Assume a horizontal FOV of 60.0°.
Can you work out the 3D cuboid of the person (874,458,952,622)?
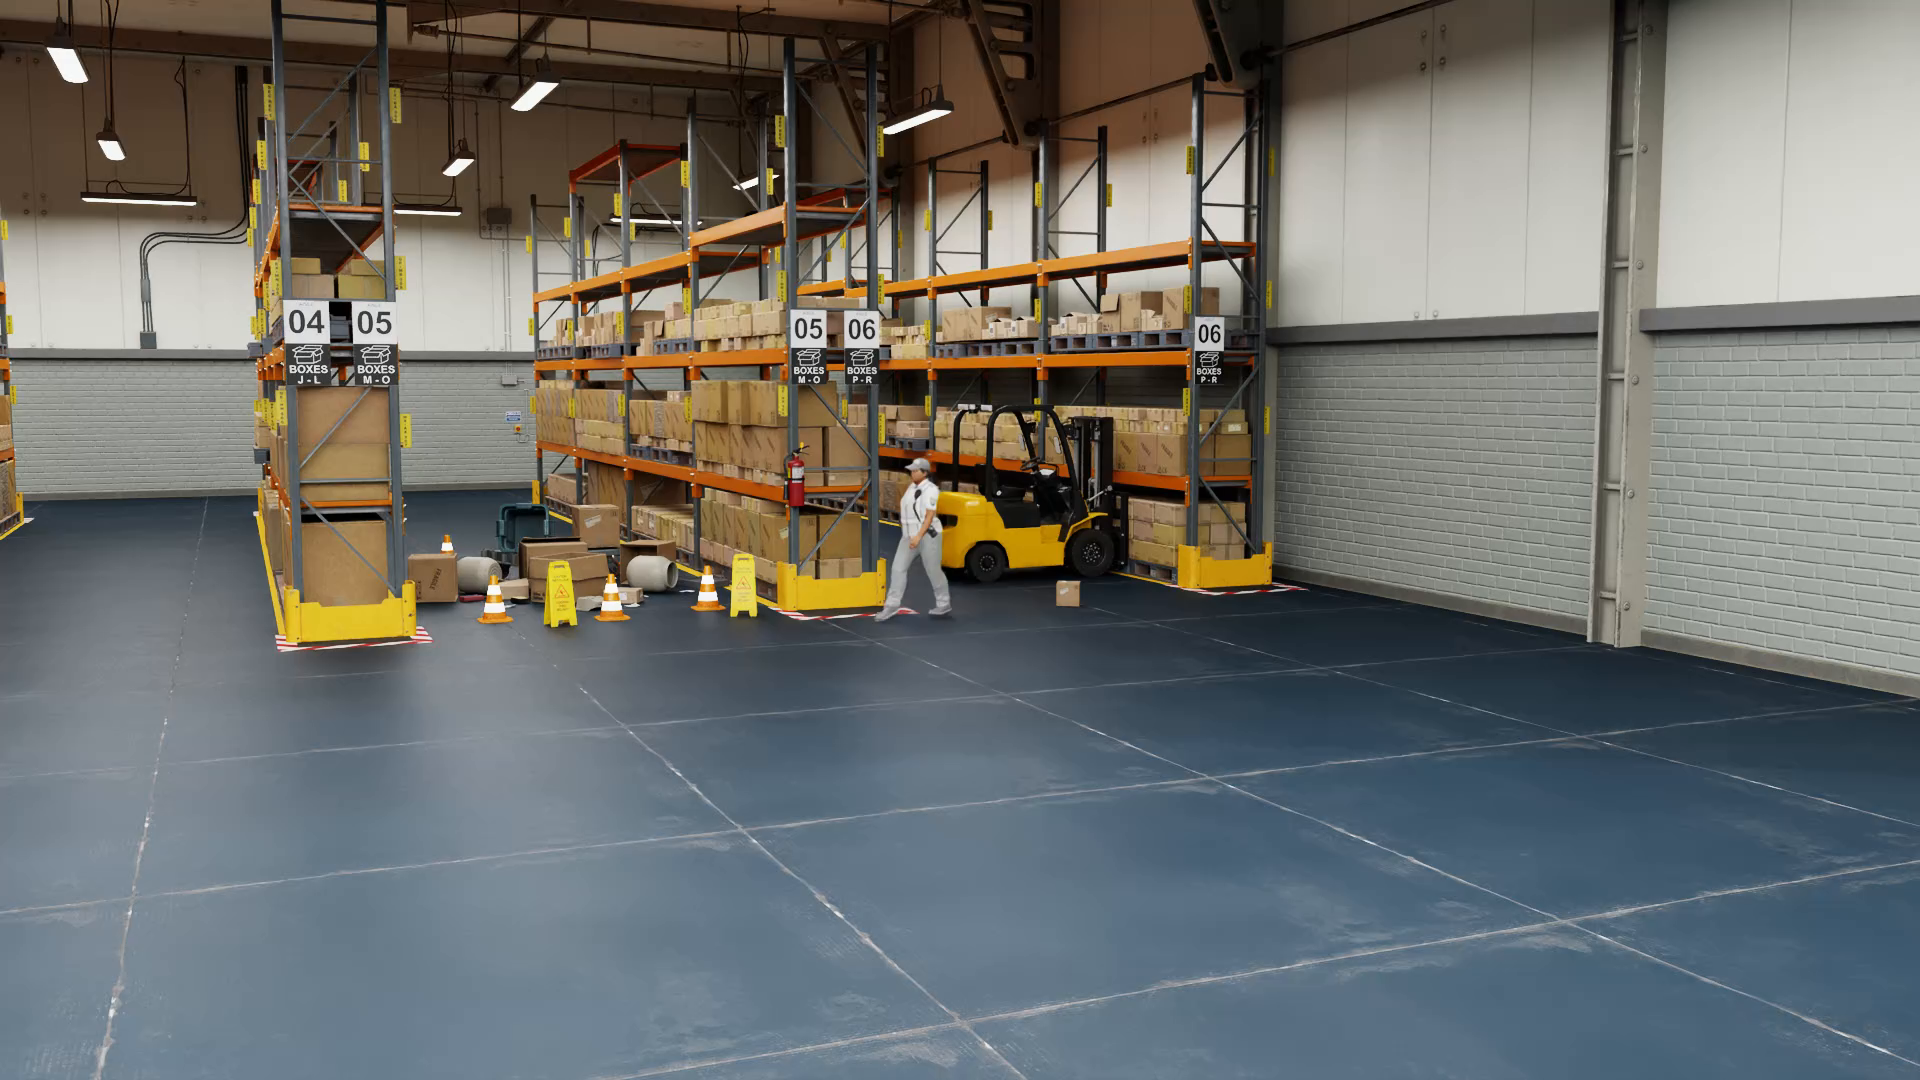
[{"bbox_3d":[-0.456,-0.008,17.090,0.840,1.668,0.495,-4,7,-39],"label":"person"}]
